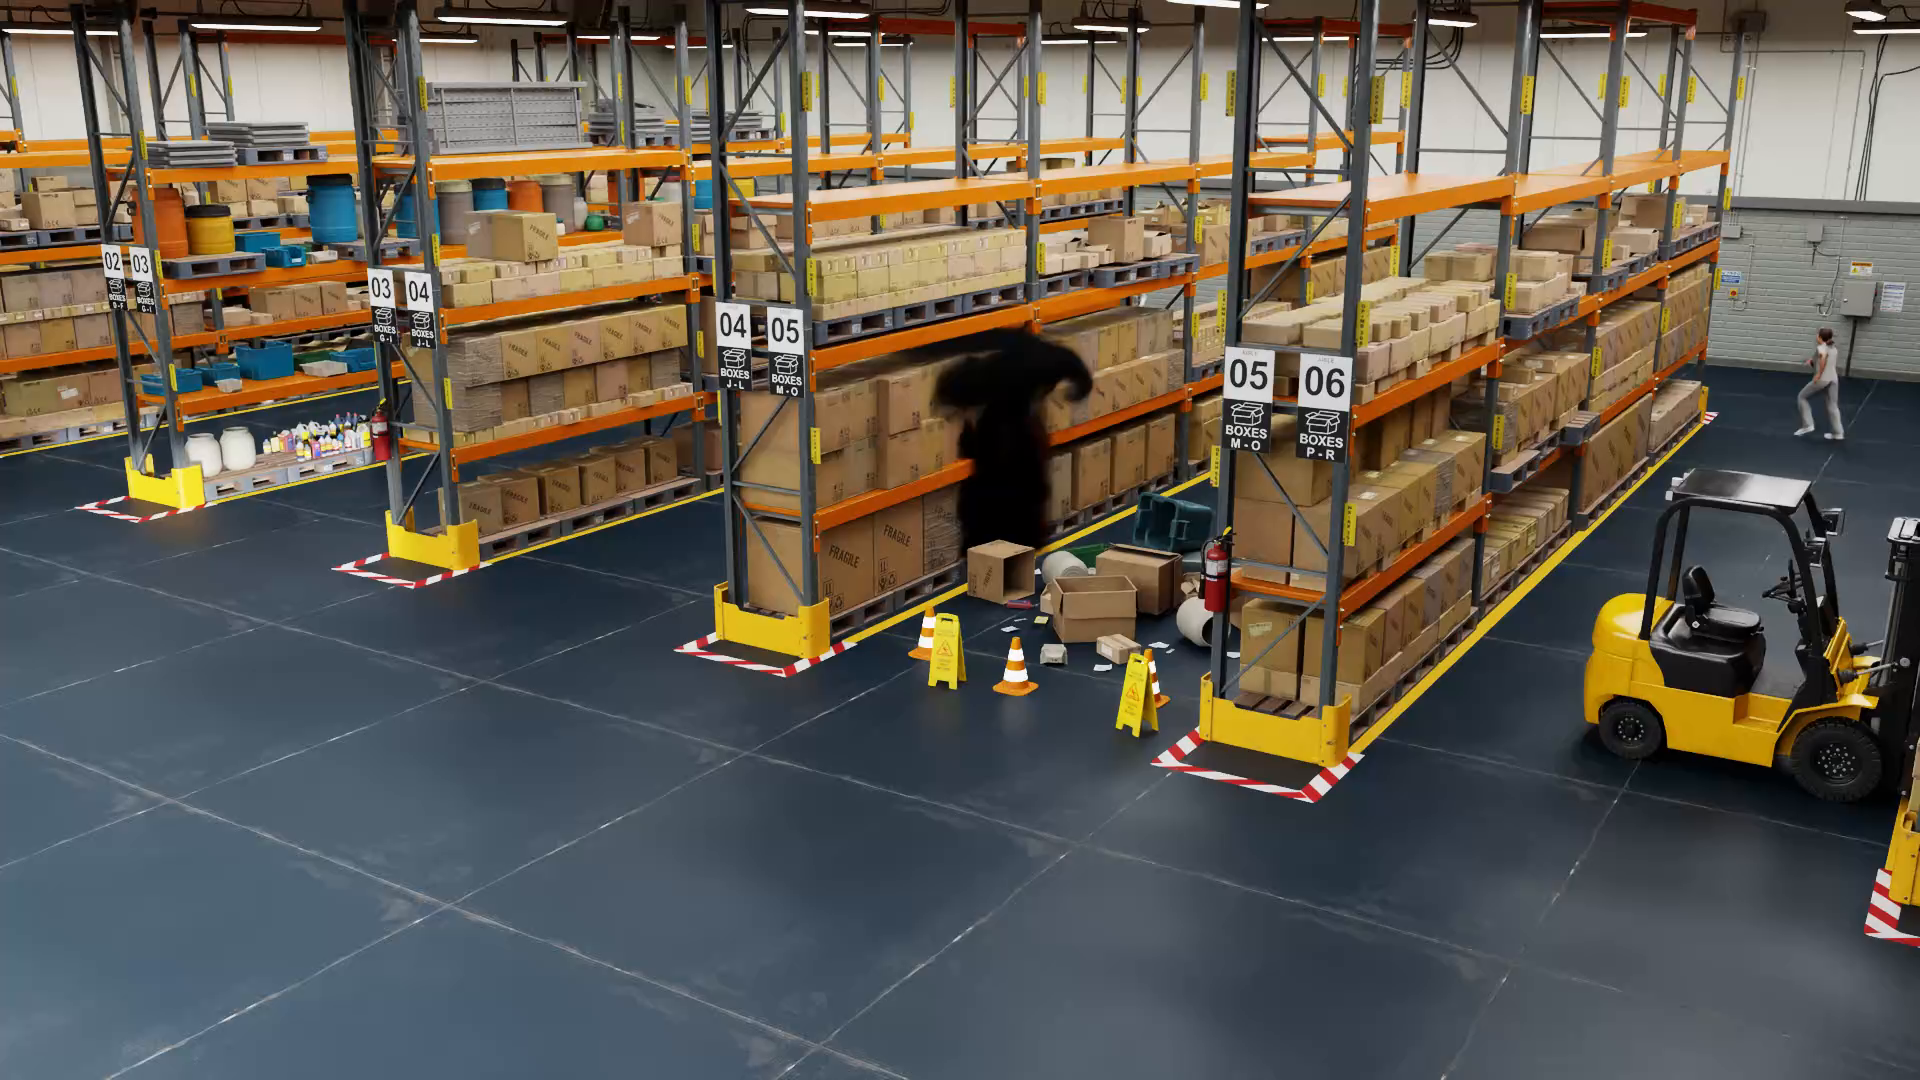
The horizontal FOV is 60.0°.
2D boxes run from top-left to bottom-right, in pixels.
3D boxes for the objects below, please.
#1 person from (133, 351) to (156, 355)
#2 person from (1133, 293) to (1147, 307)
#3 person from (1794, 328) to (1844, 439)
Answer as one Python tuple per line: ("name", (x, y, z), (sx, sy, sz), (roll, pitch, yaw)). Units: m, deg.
("person", (-13.629, -3.327, 27.886), (0.703, 1.792, 0.764), (6, 17, 20))
("person", (3.323, -4.575, 32.794), (0.619, 1.505, 1.003), (-3, 16, -11))
("person", (12.679, -2.283, 24.370), (0.493, 1.611, 0.929), (-3, 16, -12))
